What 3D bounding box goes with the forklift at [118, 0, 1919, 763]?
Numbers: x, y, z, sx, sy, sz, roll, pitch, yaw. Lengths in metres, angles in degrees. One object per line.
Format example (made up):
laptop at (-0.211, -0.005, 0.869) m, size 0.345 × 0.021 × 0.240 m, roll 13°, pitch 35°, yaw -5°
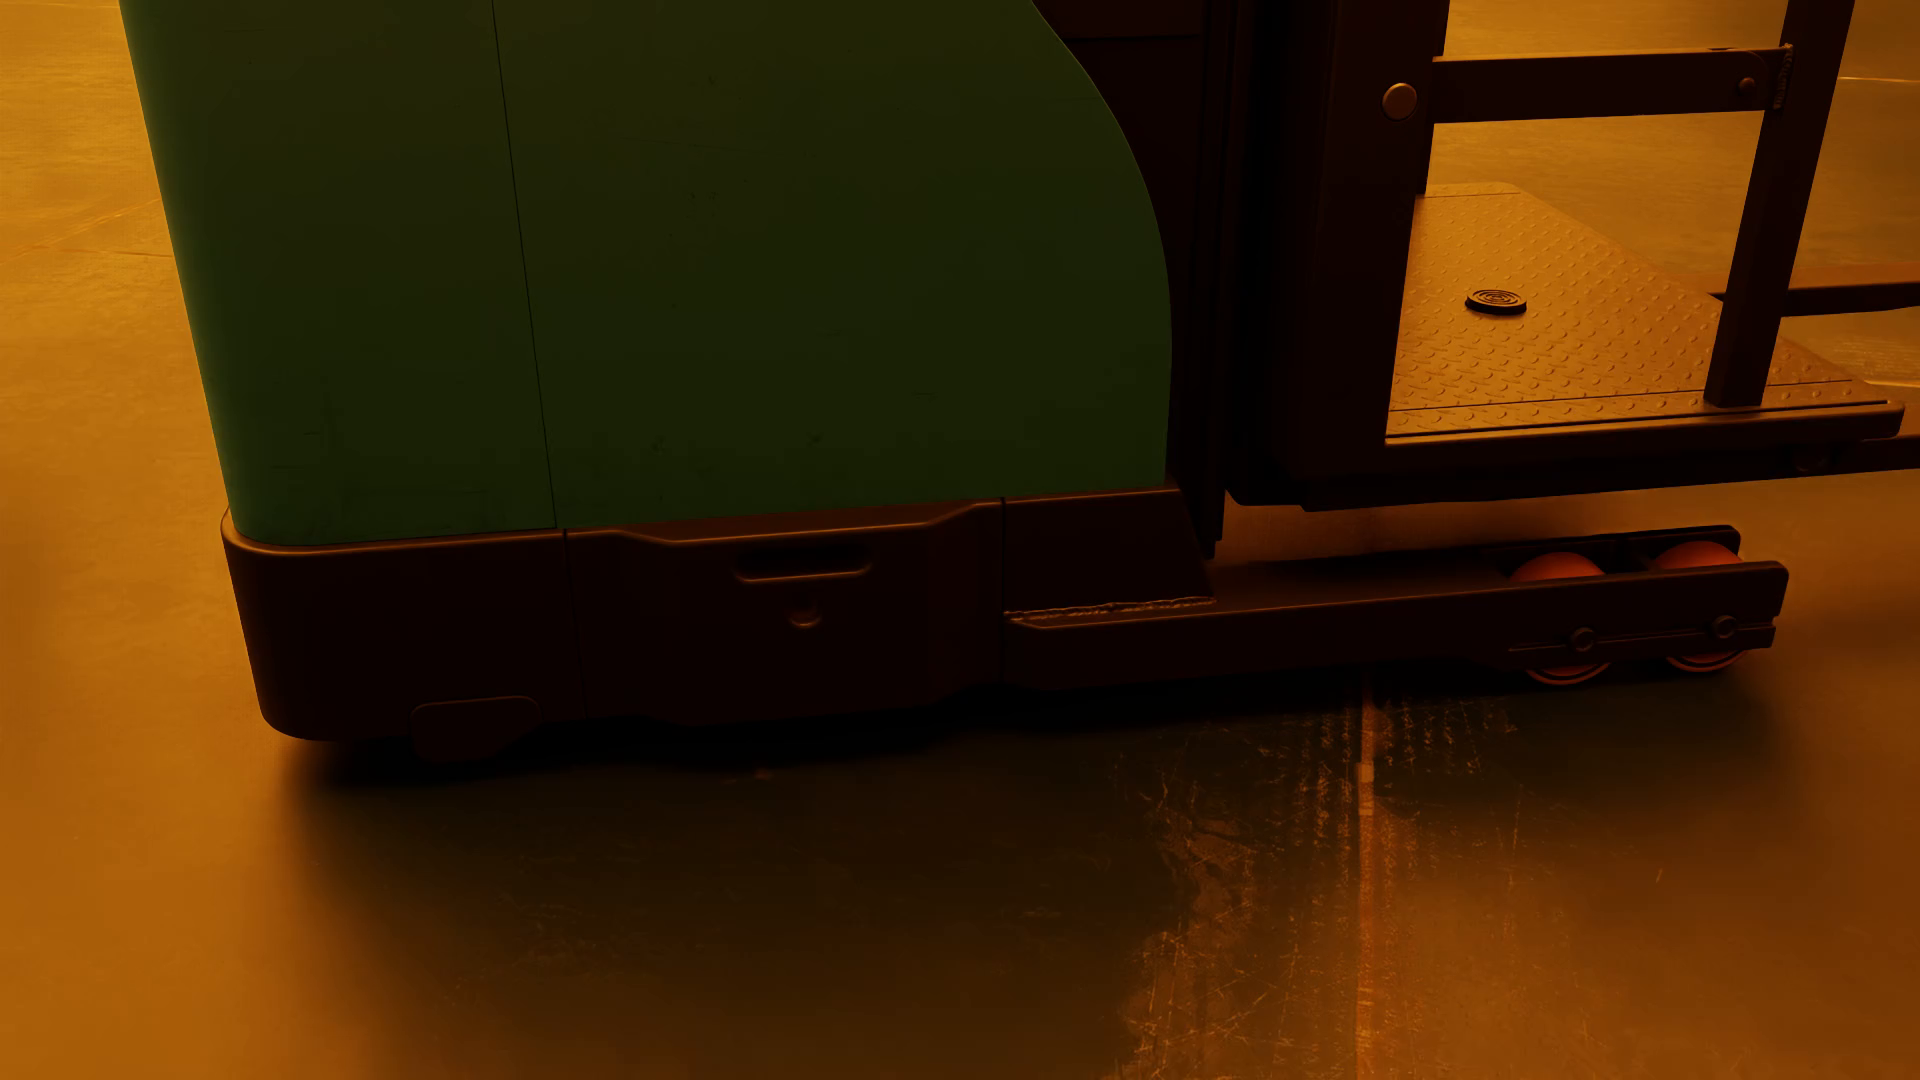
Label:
forklift at (0.600, -1.354, 1.930) m, size 3.031 × 2.935 × 1.130 m, roll -4°, pitch 27°, yaw -9°
